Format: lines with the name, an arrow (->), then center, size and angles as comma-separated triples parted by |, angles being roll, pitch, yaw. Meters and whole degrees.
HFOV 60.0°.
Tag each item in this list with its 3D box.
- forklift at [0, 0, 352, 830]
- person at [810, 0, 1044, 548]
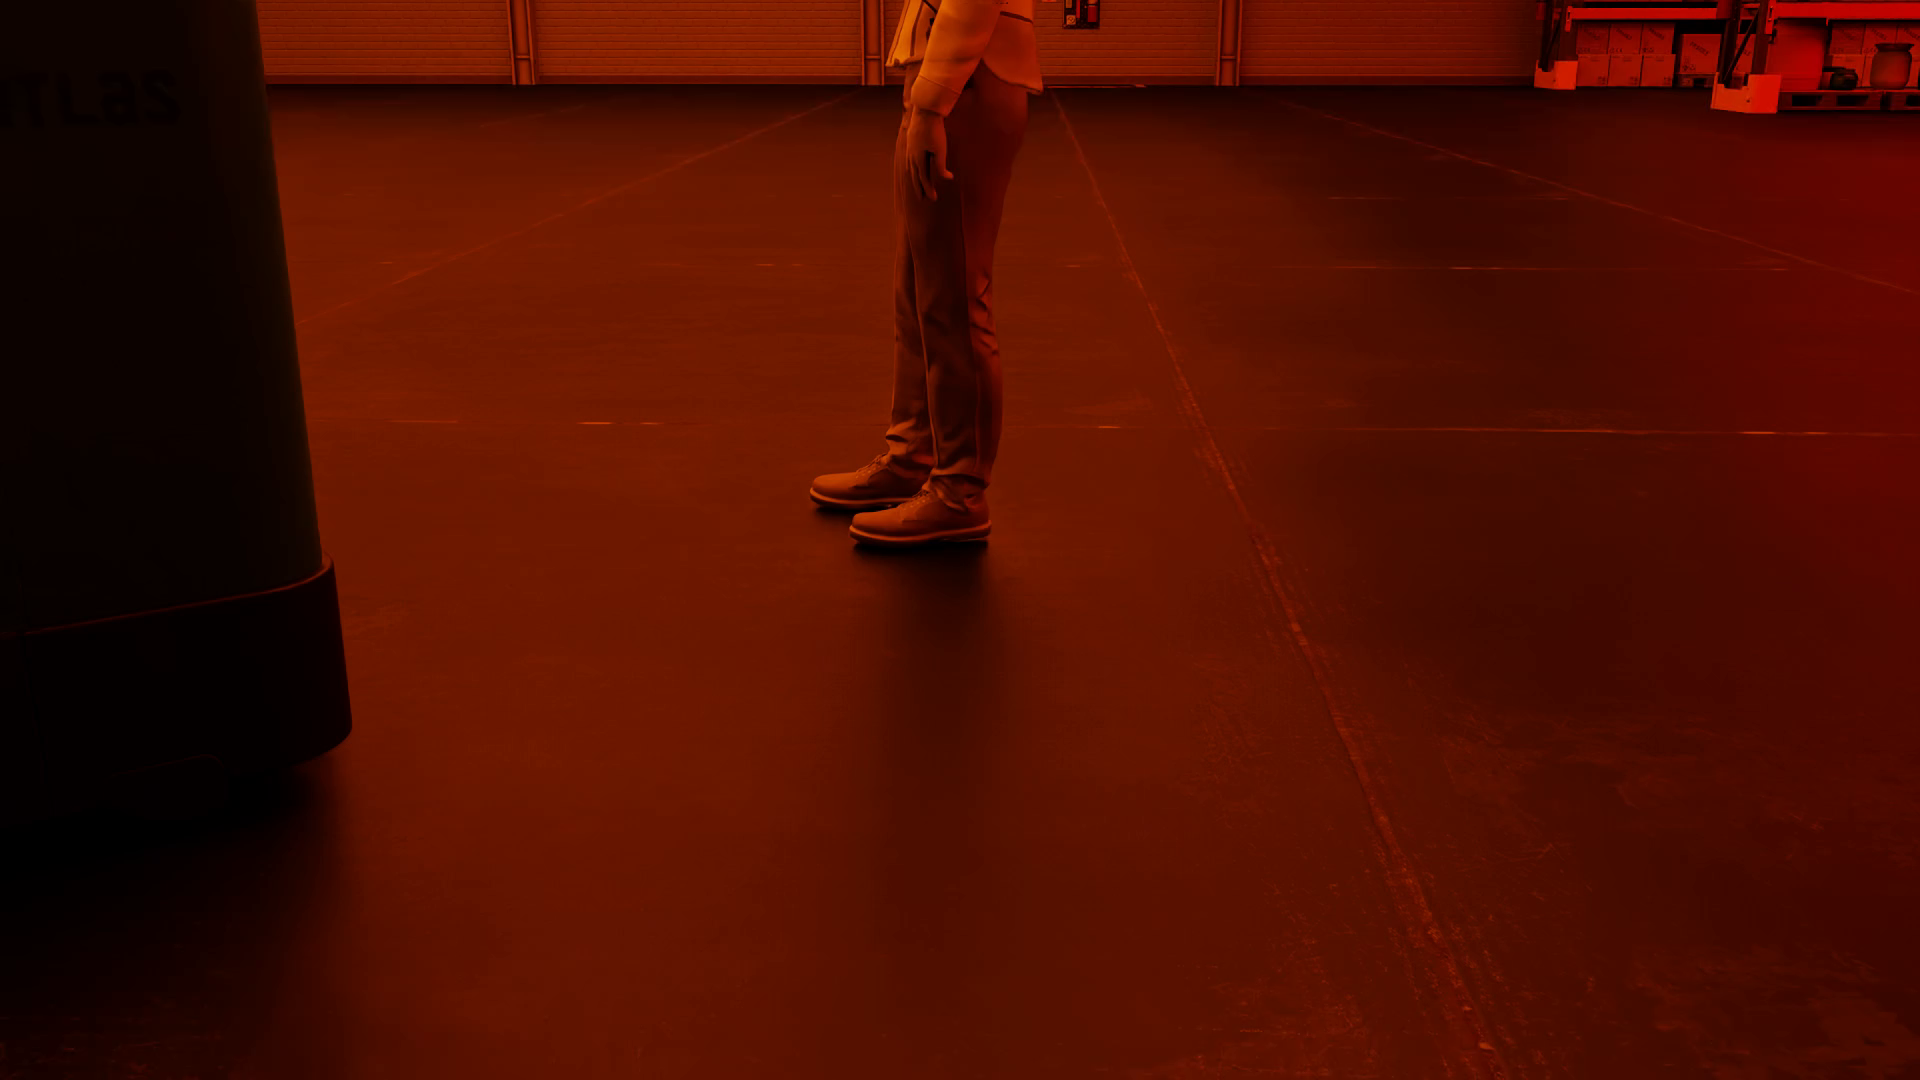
forklift -> -2.344, -0.935, 1.439 | 3.031, 2.935, 1.130 | -11, 20, -32
person -> -0.067, -0.819, 3.126 | 0.533, 1.696, 0.588 | 1, 17, 2
